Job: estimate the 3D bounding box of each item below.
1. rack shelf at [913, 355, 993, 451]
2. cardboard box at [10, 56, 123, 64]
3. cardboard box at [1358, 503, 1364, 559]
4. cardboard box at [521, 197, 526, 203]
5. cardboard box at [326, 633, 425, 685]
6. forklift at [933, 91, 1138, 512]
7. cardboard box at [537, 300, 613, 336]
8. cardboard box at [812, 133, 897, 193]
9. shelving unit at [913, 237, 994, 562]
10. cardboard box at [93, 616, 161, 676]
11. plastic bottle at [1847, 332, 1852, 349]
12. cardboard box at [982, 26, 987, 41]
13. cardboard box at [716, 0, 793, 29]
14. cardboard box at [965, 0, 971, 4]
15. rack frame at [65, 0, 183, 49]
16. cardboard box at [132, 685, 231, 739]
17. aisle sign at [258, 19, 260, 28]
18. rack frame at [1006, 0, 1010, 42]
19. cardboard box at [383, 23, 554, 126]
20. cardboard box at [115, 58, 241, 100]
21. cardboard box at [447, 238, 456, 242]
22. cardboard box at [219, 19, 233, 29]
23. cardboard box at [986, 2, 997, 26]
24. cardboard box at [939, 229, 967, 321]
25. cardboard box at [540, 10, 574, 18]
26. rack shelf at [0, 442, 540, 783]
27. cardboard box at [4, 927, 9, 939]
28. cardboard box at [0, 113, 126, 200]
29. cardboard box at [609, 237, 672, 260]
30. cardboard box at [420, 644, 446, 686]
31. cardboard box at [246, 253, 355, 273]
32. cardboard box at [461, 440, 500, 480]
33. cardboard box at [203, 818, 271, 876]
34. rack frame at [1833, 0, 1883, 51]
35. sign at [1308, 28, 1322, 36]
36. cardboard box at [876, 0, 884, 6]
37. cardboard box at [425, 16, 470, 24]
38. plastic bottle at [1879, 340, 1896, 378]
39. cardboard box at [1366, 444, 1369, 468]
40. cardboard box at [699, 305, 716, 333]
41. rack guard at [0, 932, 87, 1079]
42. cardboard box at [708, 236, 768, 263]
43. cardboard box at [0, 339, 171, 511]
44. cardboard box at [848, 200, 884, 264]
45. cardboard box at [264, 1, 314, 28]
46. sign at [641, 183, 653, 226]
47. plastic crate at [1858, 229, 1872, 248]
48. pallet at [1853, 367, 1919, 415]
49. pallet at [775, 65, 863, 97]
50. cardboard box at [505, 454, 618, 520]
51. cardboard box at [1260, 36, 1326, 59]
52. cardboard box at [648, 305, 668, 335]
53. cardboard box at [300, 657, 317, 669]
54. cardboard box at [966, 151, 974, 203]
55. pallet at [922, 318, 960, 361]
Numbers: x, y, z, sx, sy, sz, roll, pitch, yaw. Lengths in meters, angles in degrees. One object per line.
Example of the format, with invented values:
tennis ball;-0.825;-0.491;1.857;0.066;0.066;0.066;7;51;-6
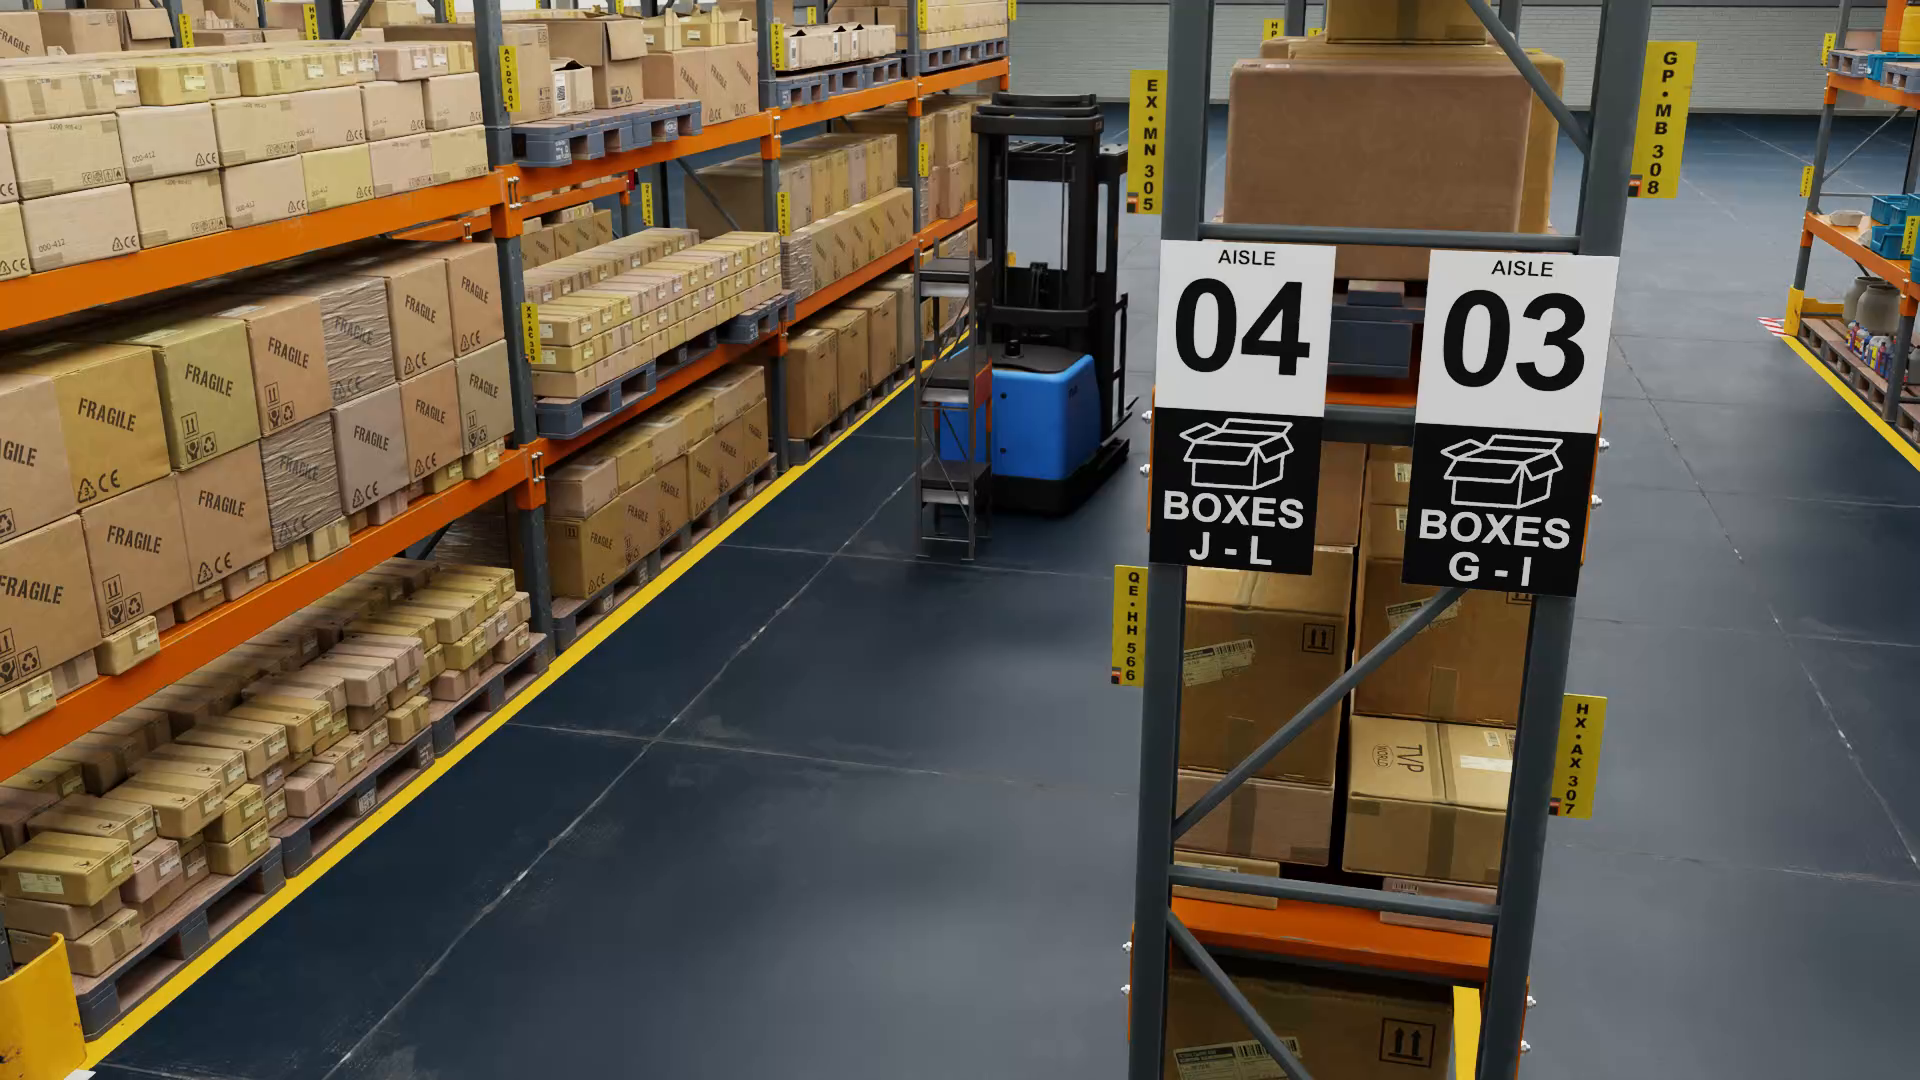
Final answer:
rack shelf;-0.040;-0.929;11.201;0.431;0.518;0.480;5;19;13
cardboard box;-3.629;-1.876;6.741;0.380;0.149;0.250;4;19;12
cardboard box;1.963;-0.073;7.033;0.500;0.250;0.500;5;20;15
cardboard box;-5.151;-3.899;18.851;0.380;0.149;0.250;5;19;13
cardboard box;-2.873;0.582;8.184;0.380;0.149;0.250;4;19;11
forklift;0.754;-2.029;13.095;1.130;2.935;3.031;6;20;18
cardboard box;-2.241;-1.285;9.626;0.380;0.149;0.250;5;20;15
cardboard box;-1.006;-3.620;15.944;0.700;0.500;0.500;4;19;12
shelving unit;-0.040;-0.942;11.196;0.431;2.100;0.503;5;19;13
cardboard box;-3.286;0.386;6.306;0.380;0.149;0.250;4;19;12
plastic bottle;8.904;-2.003;16.559;0.097;0.201;0.097;0;19;0
cardboard box;0.086;-5.606;18.403;0.380;0.149;0.250;4;19;13
cardboard box;-1.714;-4.282;13.983;0.500;0.500;0.500;5;19;13
cardboard box;-0.100;-5.744;17.573;0.380;0.149;0.250;5;19;13
rack frame;-6.692;-5.200;12.990;1.000;3.000;0.127;5;19;13
cardboard box;-3.573;0.784;7.591;0.380;0.149;0.250;4;19;12
aisle sign;-9.251;-6.487;22.017;0.394;0.787;0.004;5;19;13
rack frame;0.087;-7.348;19.279;1.000;3.000;0.127;5;19;13
cardboard box;-2.646;-2.524;8.991;0.700;0.500;0.500;5;19;13
cardboard box;-3.114;-1.836;6.624;0.380;0.149;0.250;5;20;15
cardboard box;-5.831;-3.074;18.490;0.500;0.500;0.500;4;19;13
cardboard box;-9.460;-6.522;21.086;0.380;0.149;0.250;4;19;12
cardboard box;0.115;-5.912;18.684;0.500;0.250;0.500;5;19;13
cardboard box;-0.452;-2.923;18.243;0.875;0.875;0.875;5;19;14
cardboard box;-4.791;-6.182;19.662;0.380;0.149;0.250;5;19;14
rack shelf;-3.334;0.219;7.518;1.077;0.370;4.000;5;19;13
cardboard box;-3.896;1.475;6.491;0.380;0.149;0.250;5;19;14
cardboard box;-3.336;-1.360;5.847;0.500;0.250;0.500;4;19;13
cardboard box;-2.296;-2.073;11.934;0.380;0.149;0.250;5;19;13
cardboard box;-2.872;0.627;8.511;0.380;0.149;0.250;5;19;14
cardboard box;-3.303;-1.124;8.174;0.500;0.500;0.500;4;19;12
cardboard box;-2.645;-0.432;8.700;0.380;0.149;0.250;4;19;12
cardboard box;-3.176;1.279;7.064;0.380;0.149;0.250;5;19;14
rack frame;9.675;-6.534;16.894;1.000;3.000;0.127;5;19;13
sign;2.392;-3.286;11.227;0.100;0.325;0.005;5;19;13
cardboard box;-0.986;-5.477;16.793;0.380;0.149;0.250;5;19;13
cardboard box;-5.322;-5.366;17.271;0.380;0.149;0.250;4;19;12
plastic bottle;8.622;-1.680;15.384;0.144;0.351;0.185;4;19;11
cardboard box;2.087;-0.584;7.369;0.500;0.500;0.500;5;20;15
cardboard box;-1.861;-1.489;11.146;0.380;0.149;0.250;5;20;15
rack guard;-3.804;1.665;6.040;1.175;0.500;0.348;5;19;13
cardboard box;-1.606;-2.095;11.999;0.380;0.149;0.250;4;19;13
cardboard box;-3.338;-0.434;6.156;0.500;0.500;0.500;5;20;15
cardboard box;-1.005;-2.801;15.094;0.500;0.500;0.500;5;19;14
cardboard box;-6.358;-5.090;16.118;0.500;0.250;0.500;4;19;12
sign;-2.407;-2.593;12.846;0.100;0.325;0.005;5;19;13
plastic crate;8.849;-2.845;15.785;0.530;0.136;0.437;5;19;13
pallet;8.902;-1.329;15.251;1.003;0.211;1.213;5;19;13
pallet;-1.491;-3.889;14.083;1.003;0.211;1.213;6;20;16
cardboard box;-2.408;-0.330;10.069;0.500;0.250;0.500;4;19;11
cardboard box;1.406;-1.467;5.741;0.700;0.500;0.500;6;20;16
cardboard box;-2.052;-1.384;10.379;0.380;0.149;0.250;5;20;16
cardboard box;-3.402;0.684;8.344;0.380;0.149;0.250;6;20;16
cardboard box;-0.332;-4.121;18.879;0.875;0.550;0.550;5;19;13
pallet;-0.629;-2.168;17.709;1.003;0.211;1.213;5;19;13
